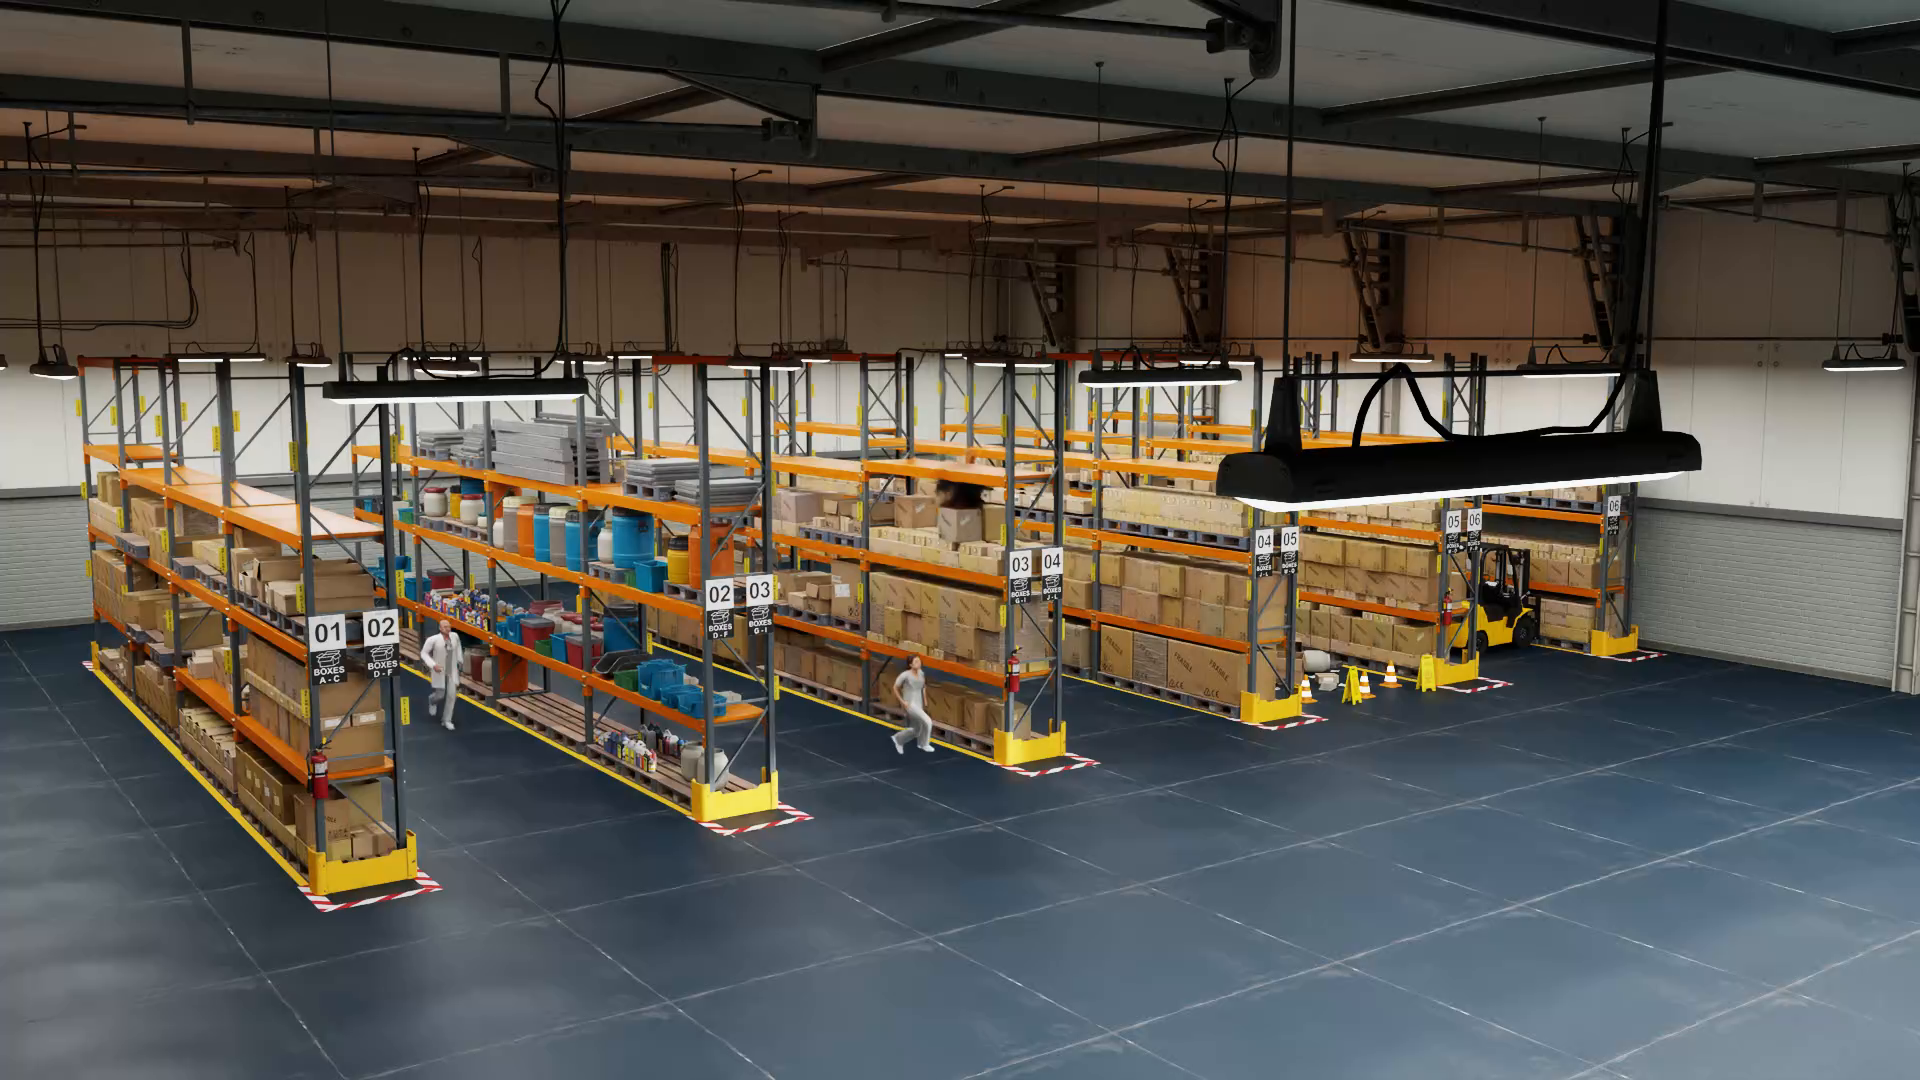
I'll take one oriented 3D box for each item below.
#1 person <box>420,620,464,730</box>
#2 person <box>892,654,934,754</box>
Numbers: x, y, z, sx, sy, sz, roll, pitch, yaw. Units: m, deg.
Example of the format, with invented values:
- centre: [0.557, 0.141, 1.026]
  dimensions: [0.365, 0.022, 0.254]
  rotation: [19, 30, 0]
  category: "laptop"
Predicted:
- centre: [-8.474, 2.177, 27.278]
  dimensions: [0.739, 1.752, 0.901]
  rotation: [-6, 9, -41]
  category: "person"
- centre: [-0.719, 2.447, 24.554]
  dimensions: [0.849, 1.573, 0.589]
  rotation: [7, 10, 44]
  category: "person"
